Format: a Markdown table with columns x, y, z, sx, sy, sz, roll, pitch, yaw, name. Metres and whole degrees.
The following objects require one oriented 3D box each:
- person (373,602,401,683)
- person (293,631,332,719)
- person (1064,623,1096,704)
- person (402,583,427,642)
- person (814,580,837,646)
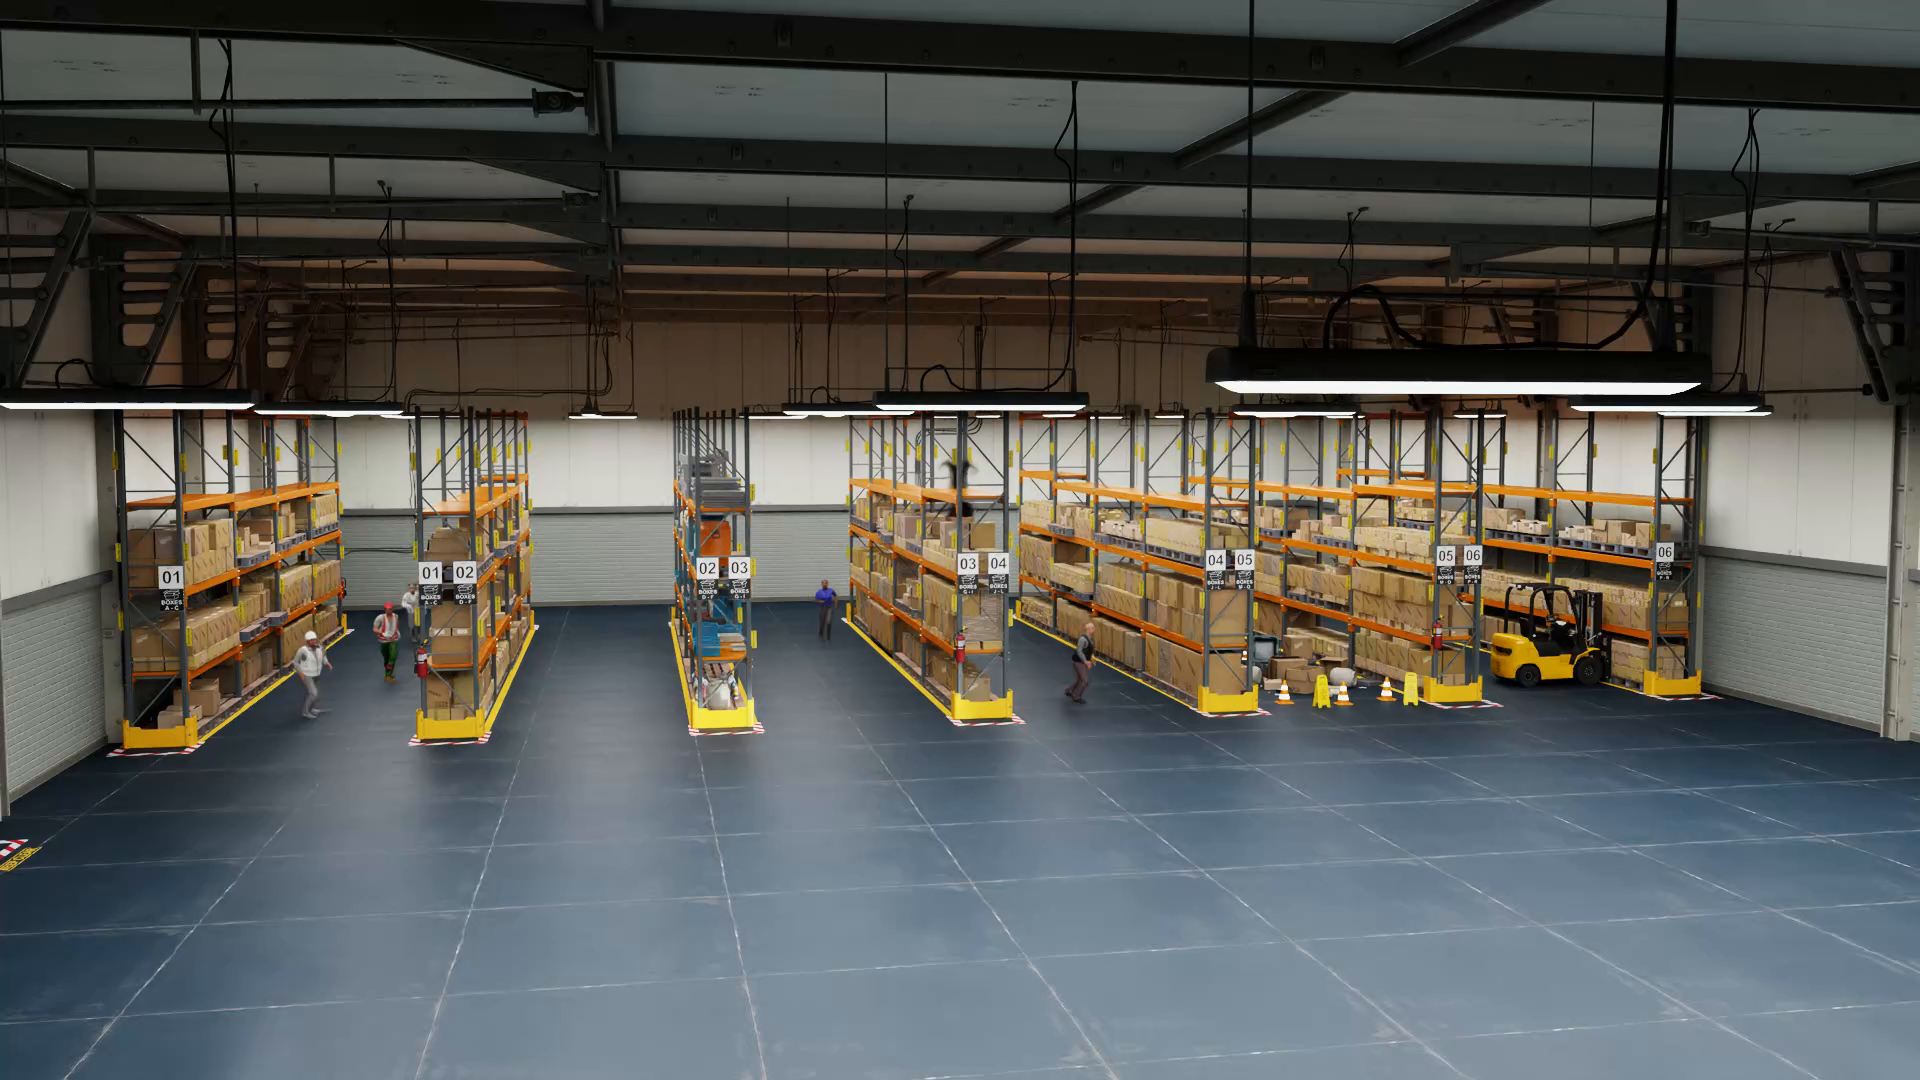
| x | y | z | sx | sy | sz | roll | pitch | yaw | name |
| --- | --- | --- | --- | --- | --- | --- | --- | --- | --- |
| -12.625 | 2.229 | 36.622 | 0.627 | 1.759 | 0.865 | -2 | 5 | -30 | person |
| -12.540 | 2.600 | 32.236 | 0.812 | 1.714 | 0.685 | 1 | 4 | 20 | person |
| 2.417 | 2.504 | 33.815 | 0.759 | 1.655 | 0.642 | 2 | 4 | 25 | person |
| -14.105 | 1.877 | 43.000 | 0.610 | 1.580 | 0.827 | -1 | 4 | -18 | person |
| -3.459 | 1.862 | 42.866 | 0.580 | 1.687 | 0.897 | 0 | 4 | -5 | person |
